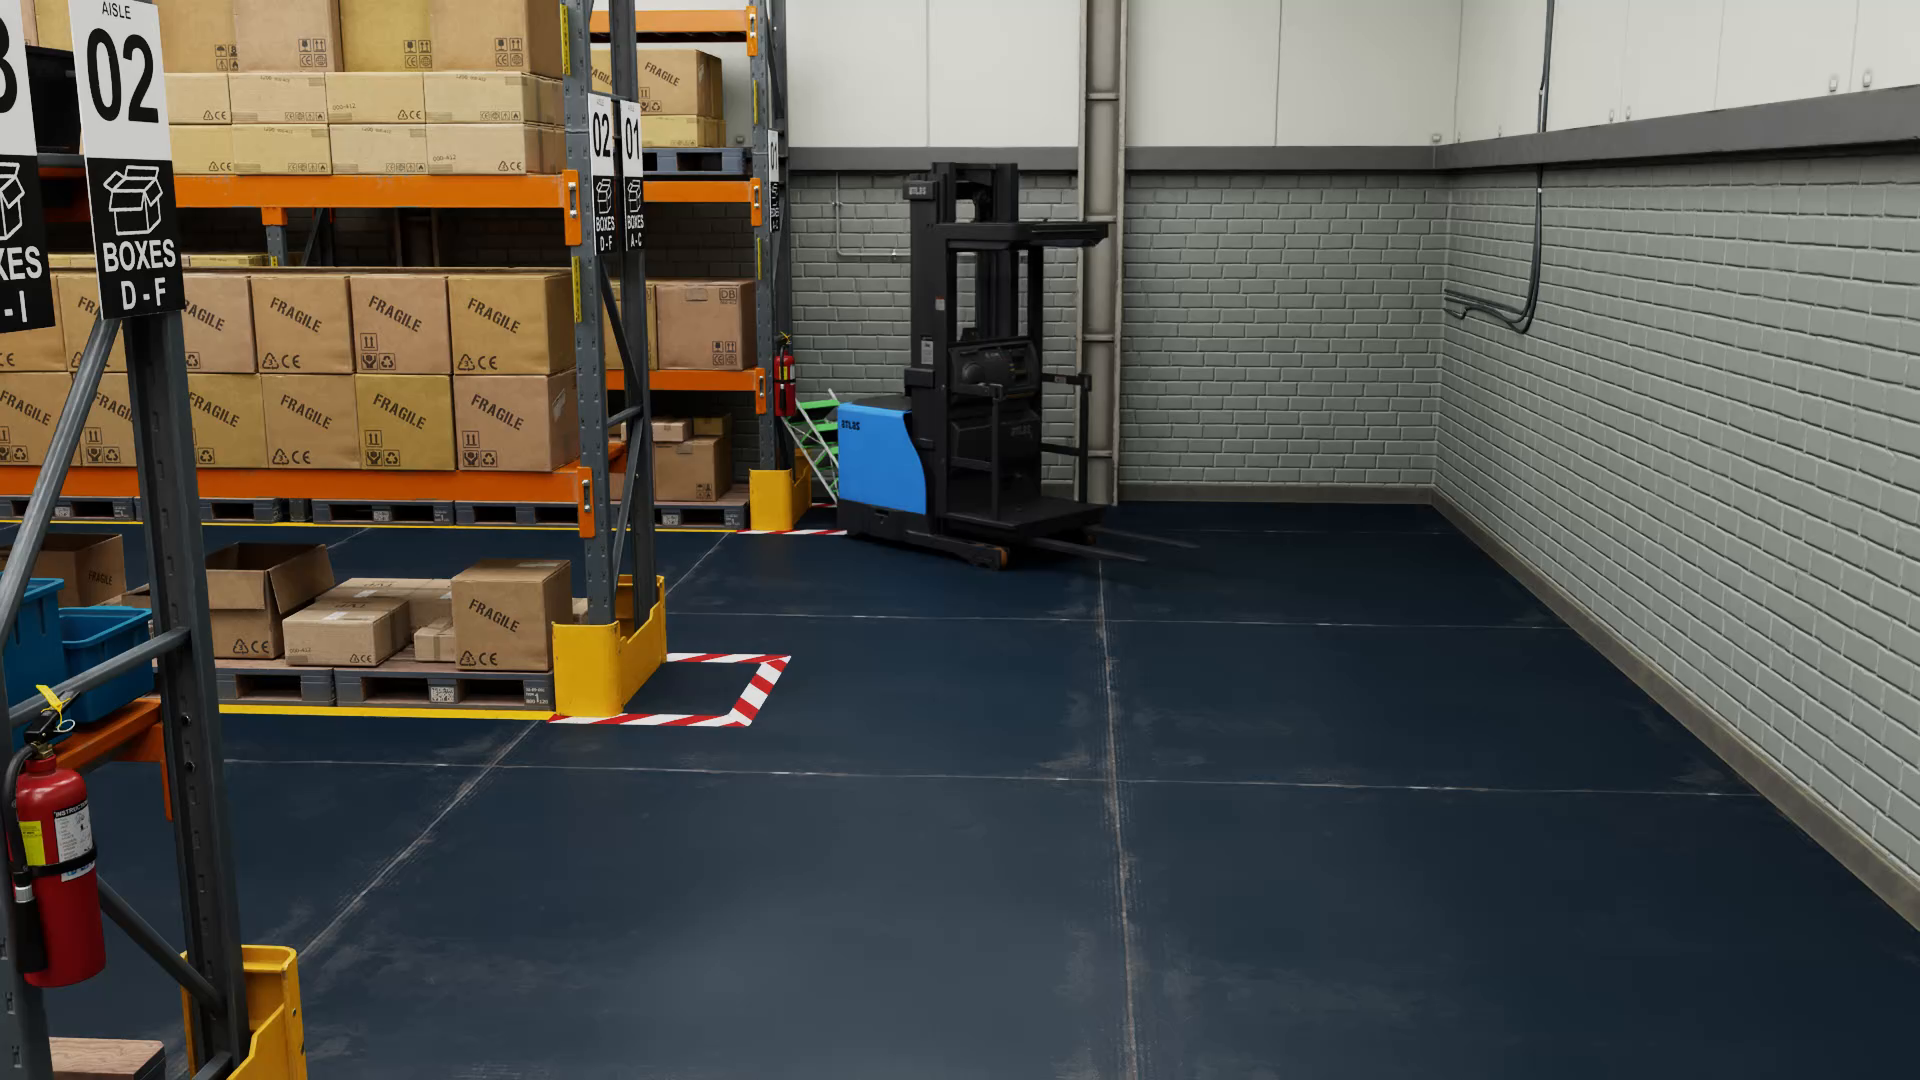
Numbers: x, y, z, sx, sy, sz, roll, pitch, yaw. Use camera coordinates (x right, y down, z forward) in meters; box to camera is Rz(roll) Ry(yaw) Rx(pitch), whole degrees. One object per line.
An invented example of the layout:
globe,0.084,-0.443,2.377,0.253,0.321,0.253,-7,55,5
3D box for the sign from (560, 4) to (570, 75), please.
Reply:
sign,-1.925,-2.438,8.110,0.005,0.325,0.100,1,12,4

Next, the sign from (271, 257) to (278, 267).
sign,-5.558,-2.134,13.508,0.005,0.325,0.100,1,12,4

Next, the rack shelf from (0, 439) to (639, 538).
rack shelf,-3.864,-0.325,9.253,4.000,0.370,1.077,1,12,4

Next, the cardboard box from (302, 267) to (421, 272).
cardboard box,-3.314,-1.262,9.287,0.500,0.500,0.500,1,12,5

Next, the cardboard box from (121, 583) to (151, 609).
cardboard box,-4.523,0.356,9.731,0.500,0.311,0.500,1,12,4

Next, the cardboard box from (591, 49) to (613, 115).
cardboard box,-2.788,-3.642,13.290,0.500,0.500,0.500,1,12,5

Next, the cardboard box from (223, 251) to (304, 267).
cardboard box,-5.973,-2.348,14.314,0.500,0.250,0.500,1,12,6

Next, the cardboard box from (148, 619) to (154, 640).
cardboard box,-4.591,0.527,9.270,0.250,0.166,0.380,1,12,4

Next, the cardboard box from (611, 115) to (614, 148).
cardboard box,-2.809,-3.274,13.364,0.500,0.250,0.500,0,12,2

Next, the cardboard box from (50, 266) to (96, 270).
cardboard box,-4.826,-1.282,9.387,0.500,0.500,0.500,1,12,3

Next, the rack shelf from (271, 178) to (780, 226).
rack shelf,-3.536,-2.805,13.784,4.000,0.370,1.077,1,12,4

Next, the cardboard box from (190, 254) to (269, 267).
cardboard box,-6.015,-2.242,13.810,0.500,0.250,0.500,1,12,5

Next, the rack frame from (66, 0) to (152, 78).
rack frame,-2.203,-2.574,3.597,0.127,3.000,1.000,1,12,4

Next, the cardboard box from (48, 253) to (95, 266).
cardboard box,-7.542,-2.265,13.919,0.500,0.250,0.500,1,12,3

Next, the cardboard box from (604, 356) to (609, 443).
cardboard box,-2.293,-0.759,9.325,0.500,0.500,0.500,1,12,5

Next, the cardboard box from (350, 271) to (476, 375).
cardboard box,-2.835,-1.145,8.729,0.500,0.500,0.500,1,12,5

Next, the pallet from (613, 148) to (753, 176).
pallet,-2.282,-3.095,13.627,1.213,0.211,1.003,1,12,4

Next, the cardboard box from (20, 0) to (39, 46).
cardboard box,-4.882,-2.677,8.725,0.500,0.500,0.700,1,12,4

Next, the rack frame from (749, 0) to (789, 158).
rack frame,-1.541,-4.598,13.273,0.127,3.000,1.000,1,12,4

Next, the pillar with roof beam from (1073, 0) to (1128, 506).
pillar with roof beam,0.923,-3.859,9.737,0.400,9.000,9.100,1,12,4

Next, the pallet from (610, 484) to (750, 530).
pallet,-2.344,-0.292,14.148,1.213,0.211,1.003,1,12,4

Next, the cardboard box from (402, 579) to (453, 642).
cardboard box,-2.890,0.408,9.631,0.500,0.250,0.500,1,12,4

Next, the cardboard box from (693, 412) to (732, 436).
cardboard box,-2.108,-0.990,14.169,0.250,0.149,0.380,1,12,4

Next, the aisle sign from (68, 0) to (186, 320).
aisle sign,-2.111,-0.970,4.231,0.004,0.787,0.394,1,12,4

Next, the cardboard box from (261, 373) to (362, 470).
cardboard box,-3.348,-0.664,8.871,0.500,0.500,0.500,1,12,4

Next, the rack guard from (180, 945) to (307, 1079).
rack guard,-2.178,1.583,4.479,0.348,0.500,1.175,1,12,4

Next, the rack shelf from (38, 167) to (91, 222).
rack shelf,-4.198,-0.781,4.109,4.000,0.370,1.077,1,12,4

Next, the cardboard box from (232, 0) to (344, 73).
cardboard box,-3.381,-2.669,8.690,0.500,0.500,0.700,1,12,4

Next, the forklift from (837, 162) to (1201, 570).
forklift,0.416,-1.335,12.492,3.031,2.935,1.130,11,16,43

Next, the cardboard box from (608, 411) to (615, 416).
cardboard box,-3.117,-1.003,14.234,0.250,0.149,0.380,1,12,5

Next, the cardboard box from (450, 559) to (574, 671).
cardboard box,-2.427,0.401,9.055,0.500,0.500,0.500,1,12,4

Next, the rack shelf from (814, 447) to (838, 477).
rack shelf,-0.994,-0.680,14.100,0.480,0.148,0.258,-13,-26,-52

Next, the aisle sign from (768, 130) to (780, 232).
aisle sign,-1.489,-2.872,13.323,0.004,0.787,0.394,1,12,4

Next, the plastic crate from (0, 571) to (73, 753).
plastic crate,-2.549,0.349,4.041,0.499,0.435,0.616,1,12,4

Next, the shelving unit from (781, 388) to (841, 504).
shelving unit,-1.028,-0.731,14.117,0.503,1.200,0.258,-13,-26,-52

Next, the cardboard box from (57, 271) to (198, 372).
cardboard box,-4.380,-1.165,8.825,0.500,0.500,0.500,0,12,2

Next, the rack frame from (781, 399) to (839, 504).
rack frame,-1.174,-0.697,13.924,0.015,1.200,0.240,-13,-26,-52

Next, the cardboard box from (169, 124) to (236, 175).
cardboard box,-3.894,-2.021,8.645,0.500,0.250,0.500,1,12,4

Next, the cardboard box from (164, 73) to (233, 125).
cardboard box,-3.895,-2.264,8.586,0.500,0.250,0.500,1,12,4

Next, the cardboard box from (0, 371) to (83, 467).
cardboard box,-4.858,-0.685,8.970,0.500,0.500,0.500,1,12,5

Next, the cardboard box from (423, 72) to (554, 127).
cardboard box,-2.398,-2.244,8.490,0.500,0.250,0.500,1,12,4

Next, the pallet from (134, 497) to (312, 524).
pallet,-6.307,-0.347,14.411,1.213,0.211,1.003,1,12,4

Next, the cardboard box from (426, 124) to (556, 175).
cardboard box,-2.398,-1.998,8.533,0.500,0.250,0.500,1,12,4
